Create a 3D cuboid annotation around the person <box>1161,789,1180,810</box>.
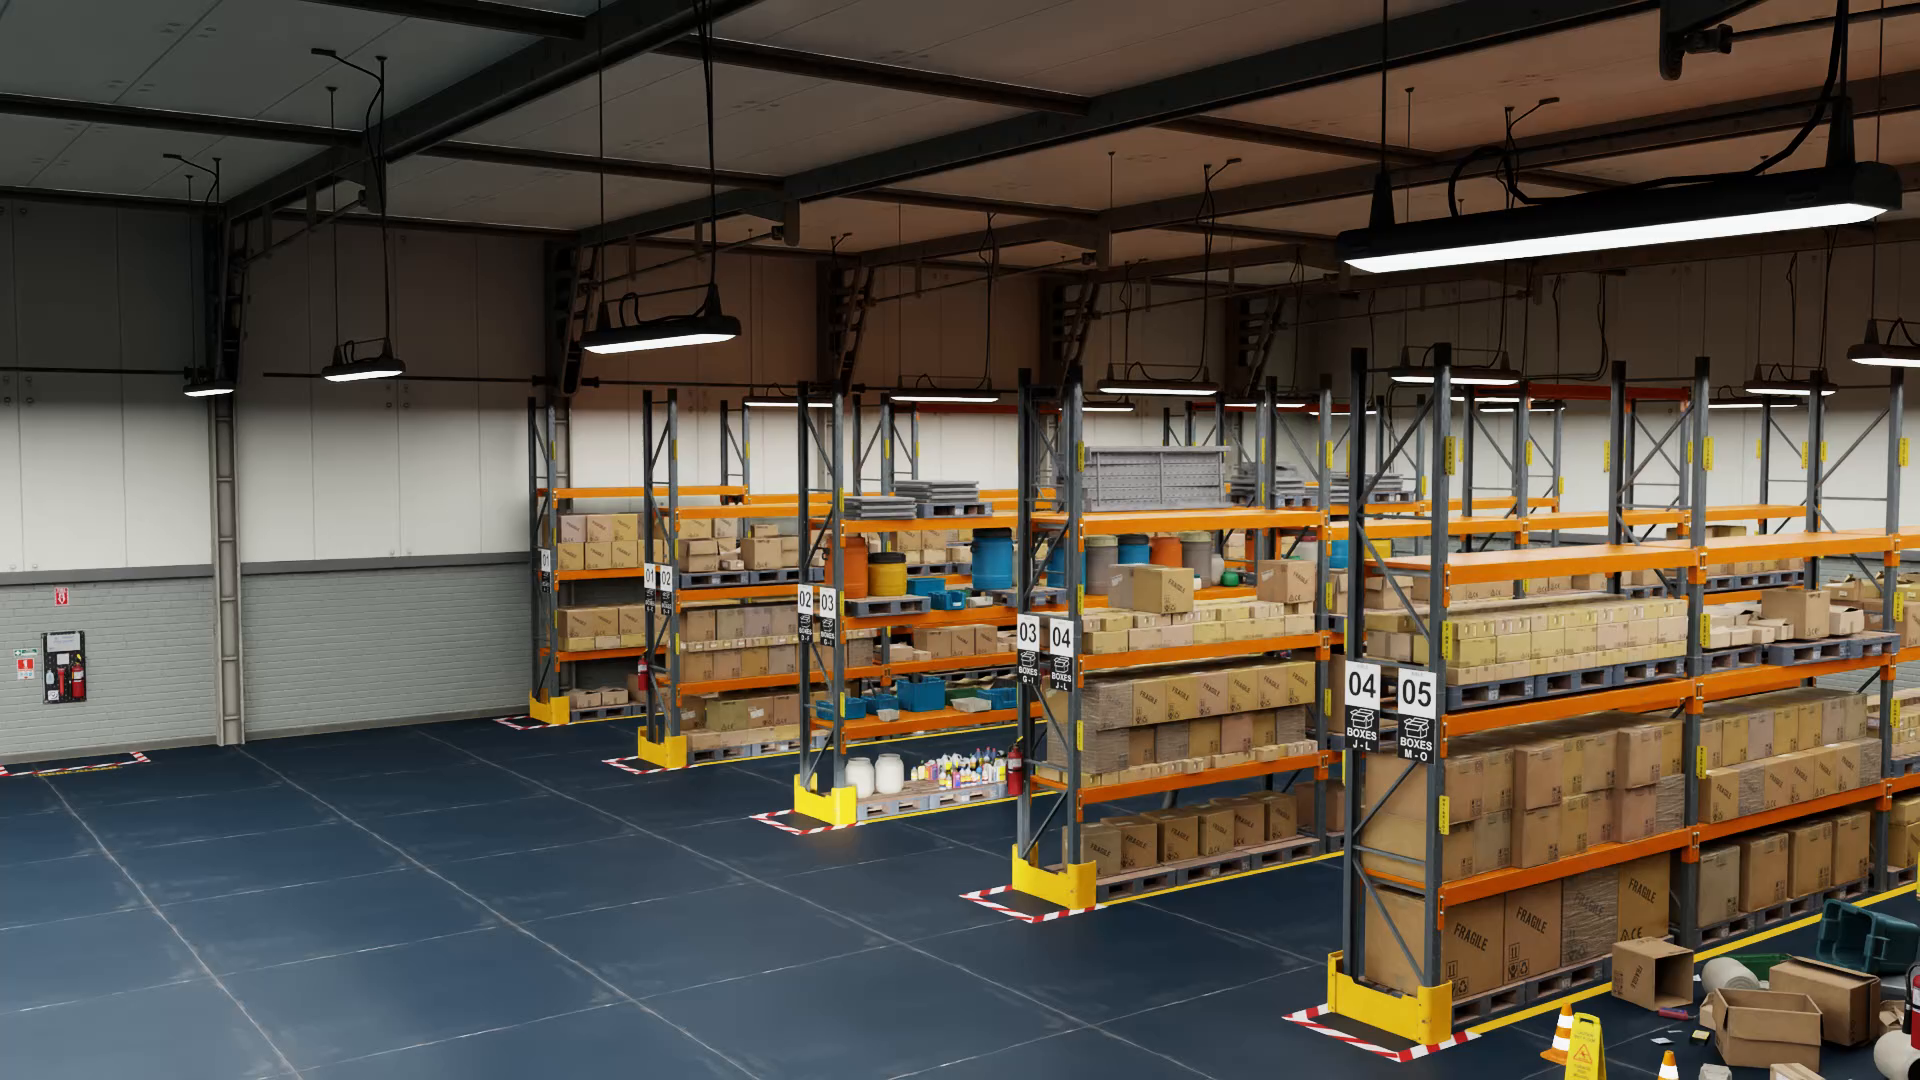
[{"bbox_3d":[2.832,3.066,21.931,0.448,1.683,0.687,3,5,43],"label":"person"}]
